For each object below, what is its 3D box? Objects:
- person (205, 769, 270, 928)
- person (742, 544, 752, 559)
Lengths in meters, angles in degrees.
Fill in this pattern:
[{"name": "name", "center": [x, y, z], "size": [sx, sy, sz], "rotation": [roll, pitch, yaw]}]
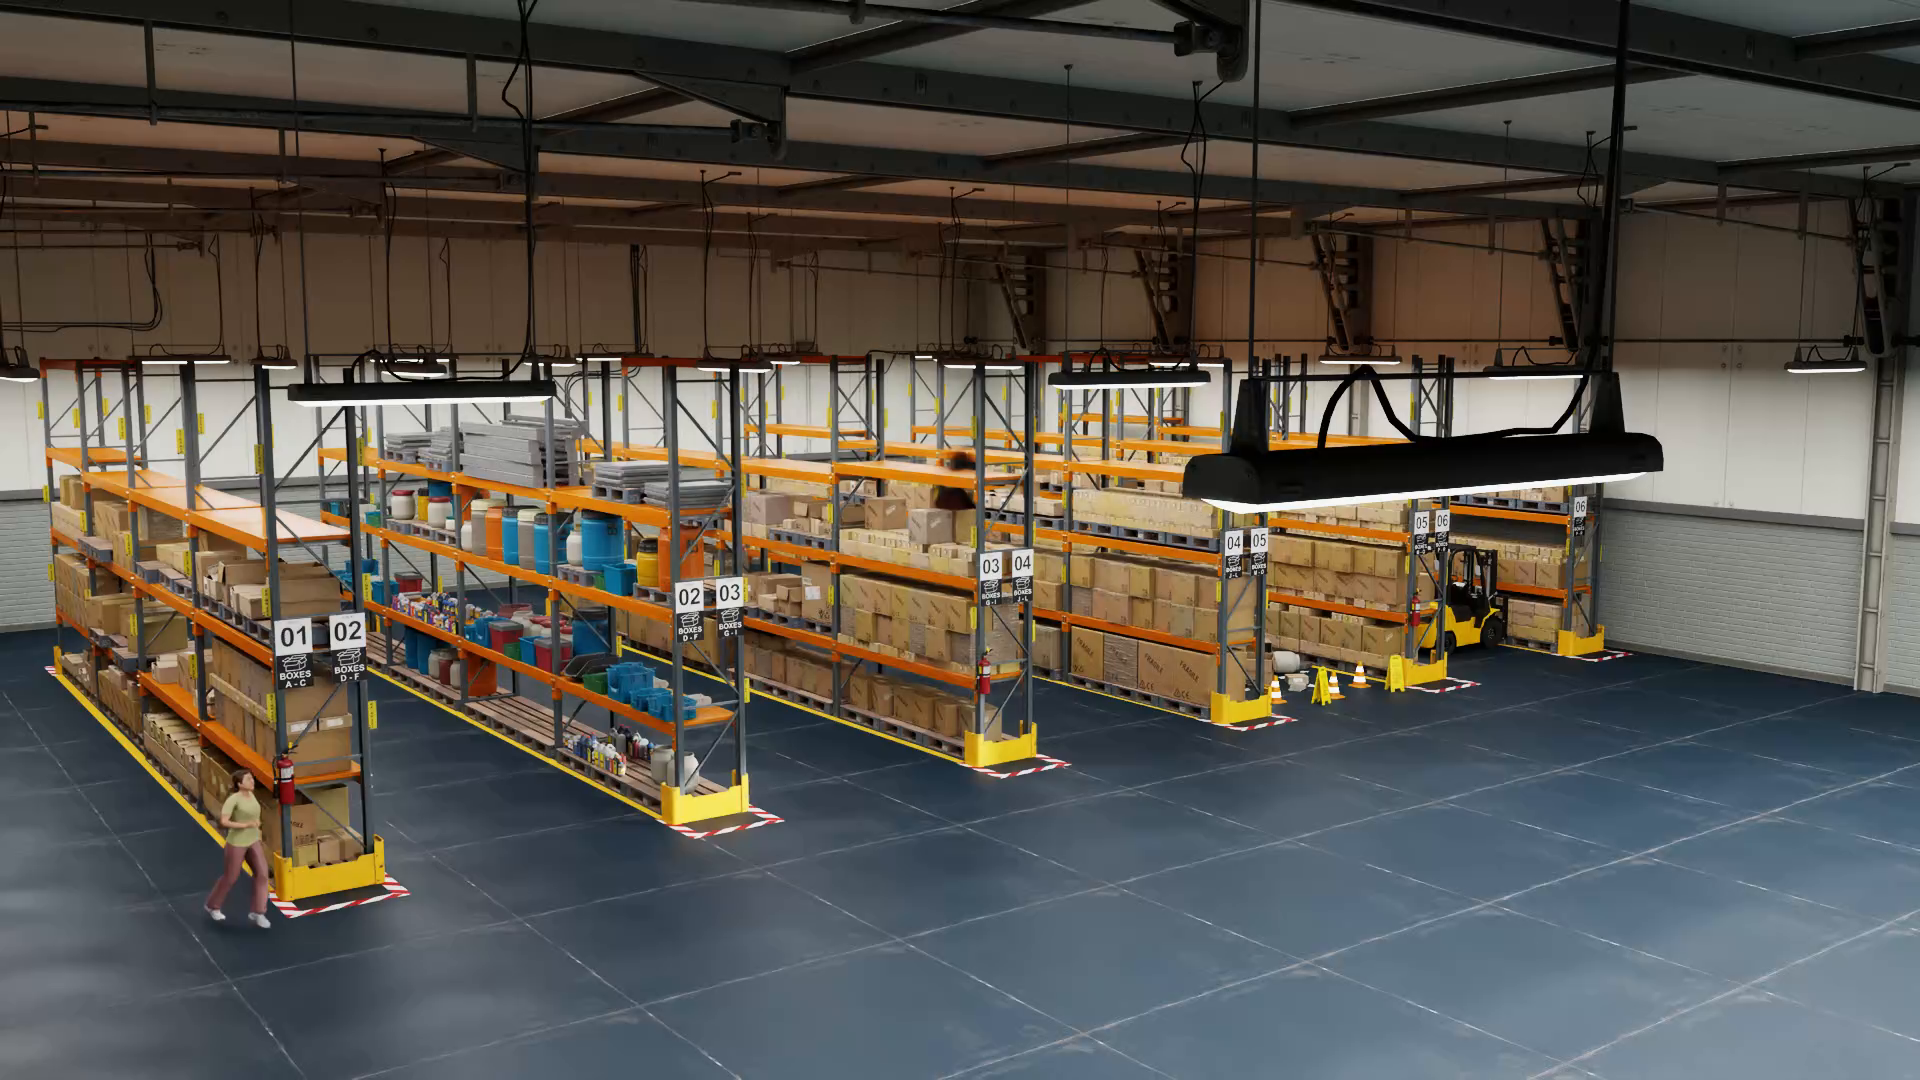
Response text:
[{"name": "person", "center": [-7.806, 3.324, 18.095], "size": [0.845, 1.687, 0.603], "rotation": [2, 7, 18]}, {"name": "person", "center": [-5.398, 0.483, 41.519], "size": [0.592, 1.743, 0.699], "rotation": [-4, 8, -32]}]
